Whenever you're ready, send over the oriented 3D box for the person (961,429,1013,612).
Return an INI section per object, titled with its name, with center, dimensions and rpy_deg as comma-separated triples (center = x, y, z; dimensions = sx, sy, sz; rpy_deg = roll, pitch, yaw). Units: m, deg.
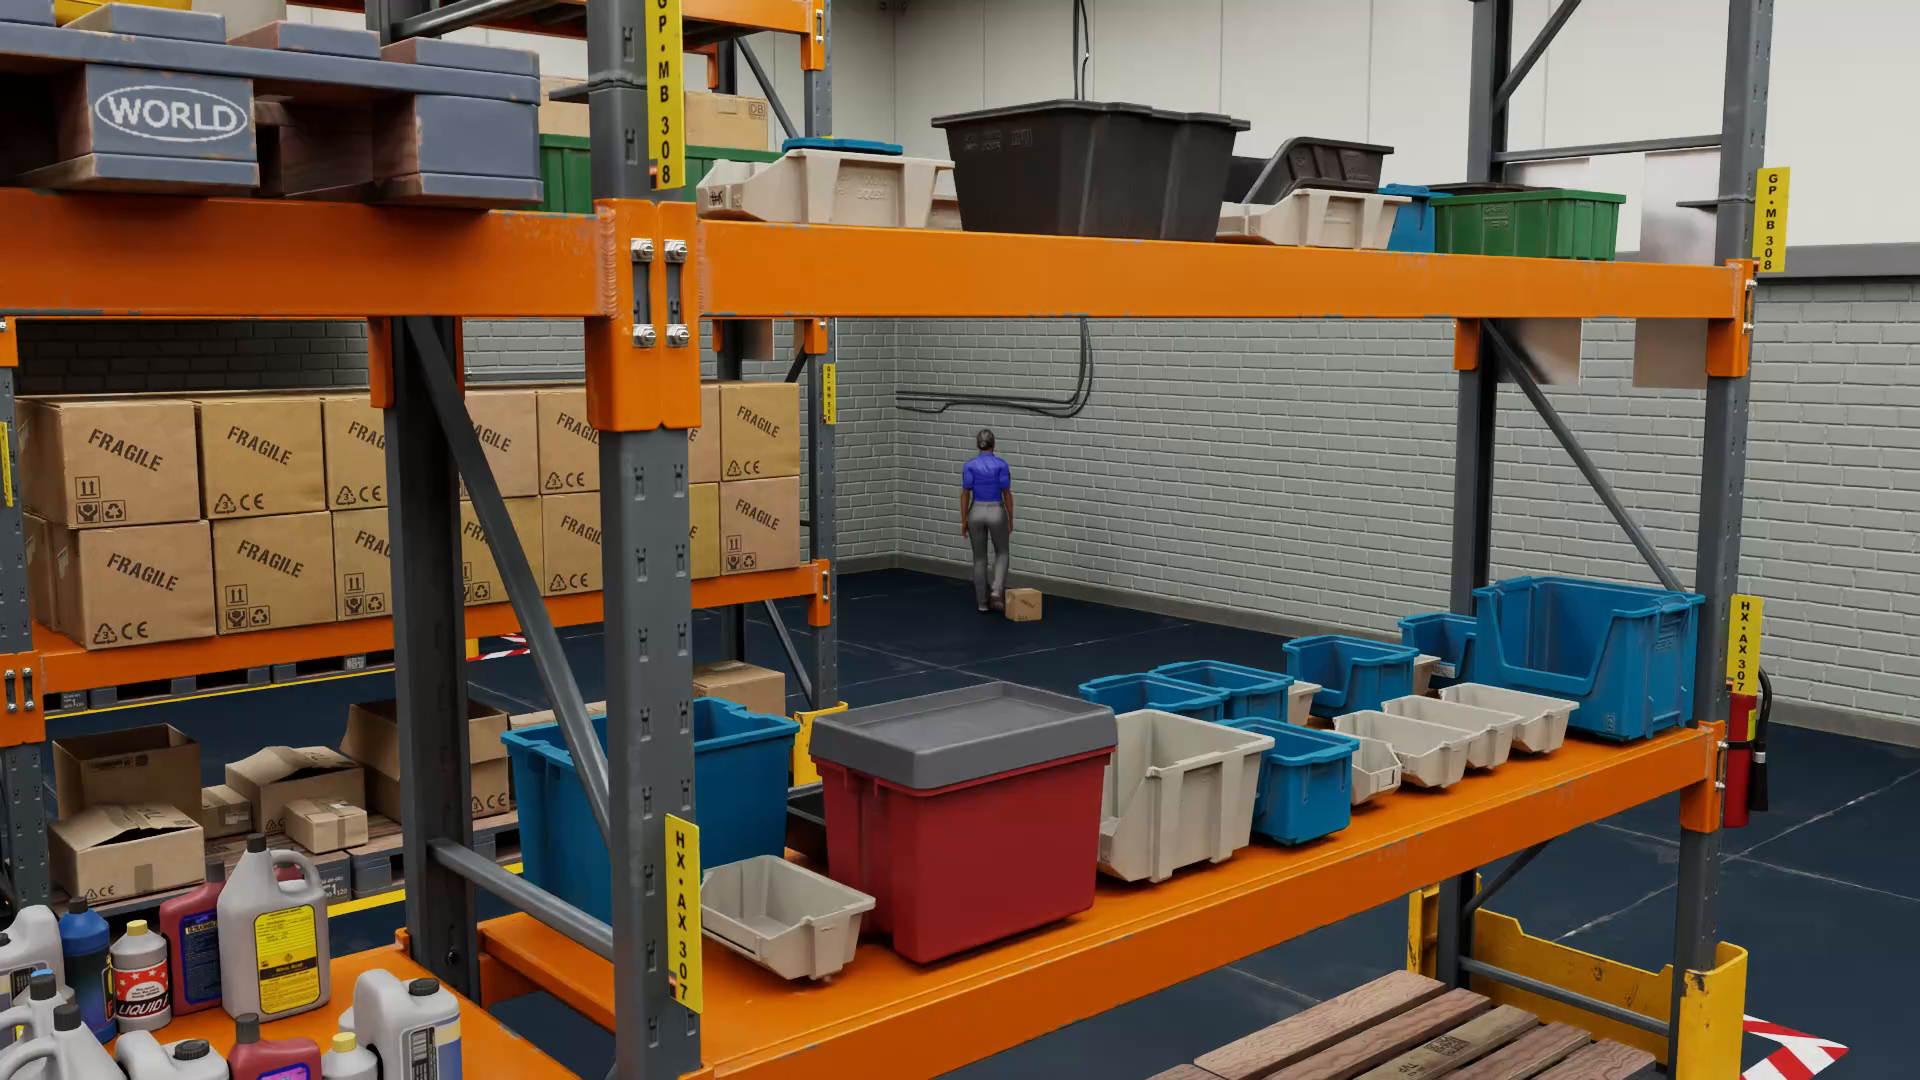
[person]
center = 0.242, -0.172, 15.025
dimensions = 0.469, 1.661, 0.474
rpy_deg = 1, 8, 6
